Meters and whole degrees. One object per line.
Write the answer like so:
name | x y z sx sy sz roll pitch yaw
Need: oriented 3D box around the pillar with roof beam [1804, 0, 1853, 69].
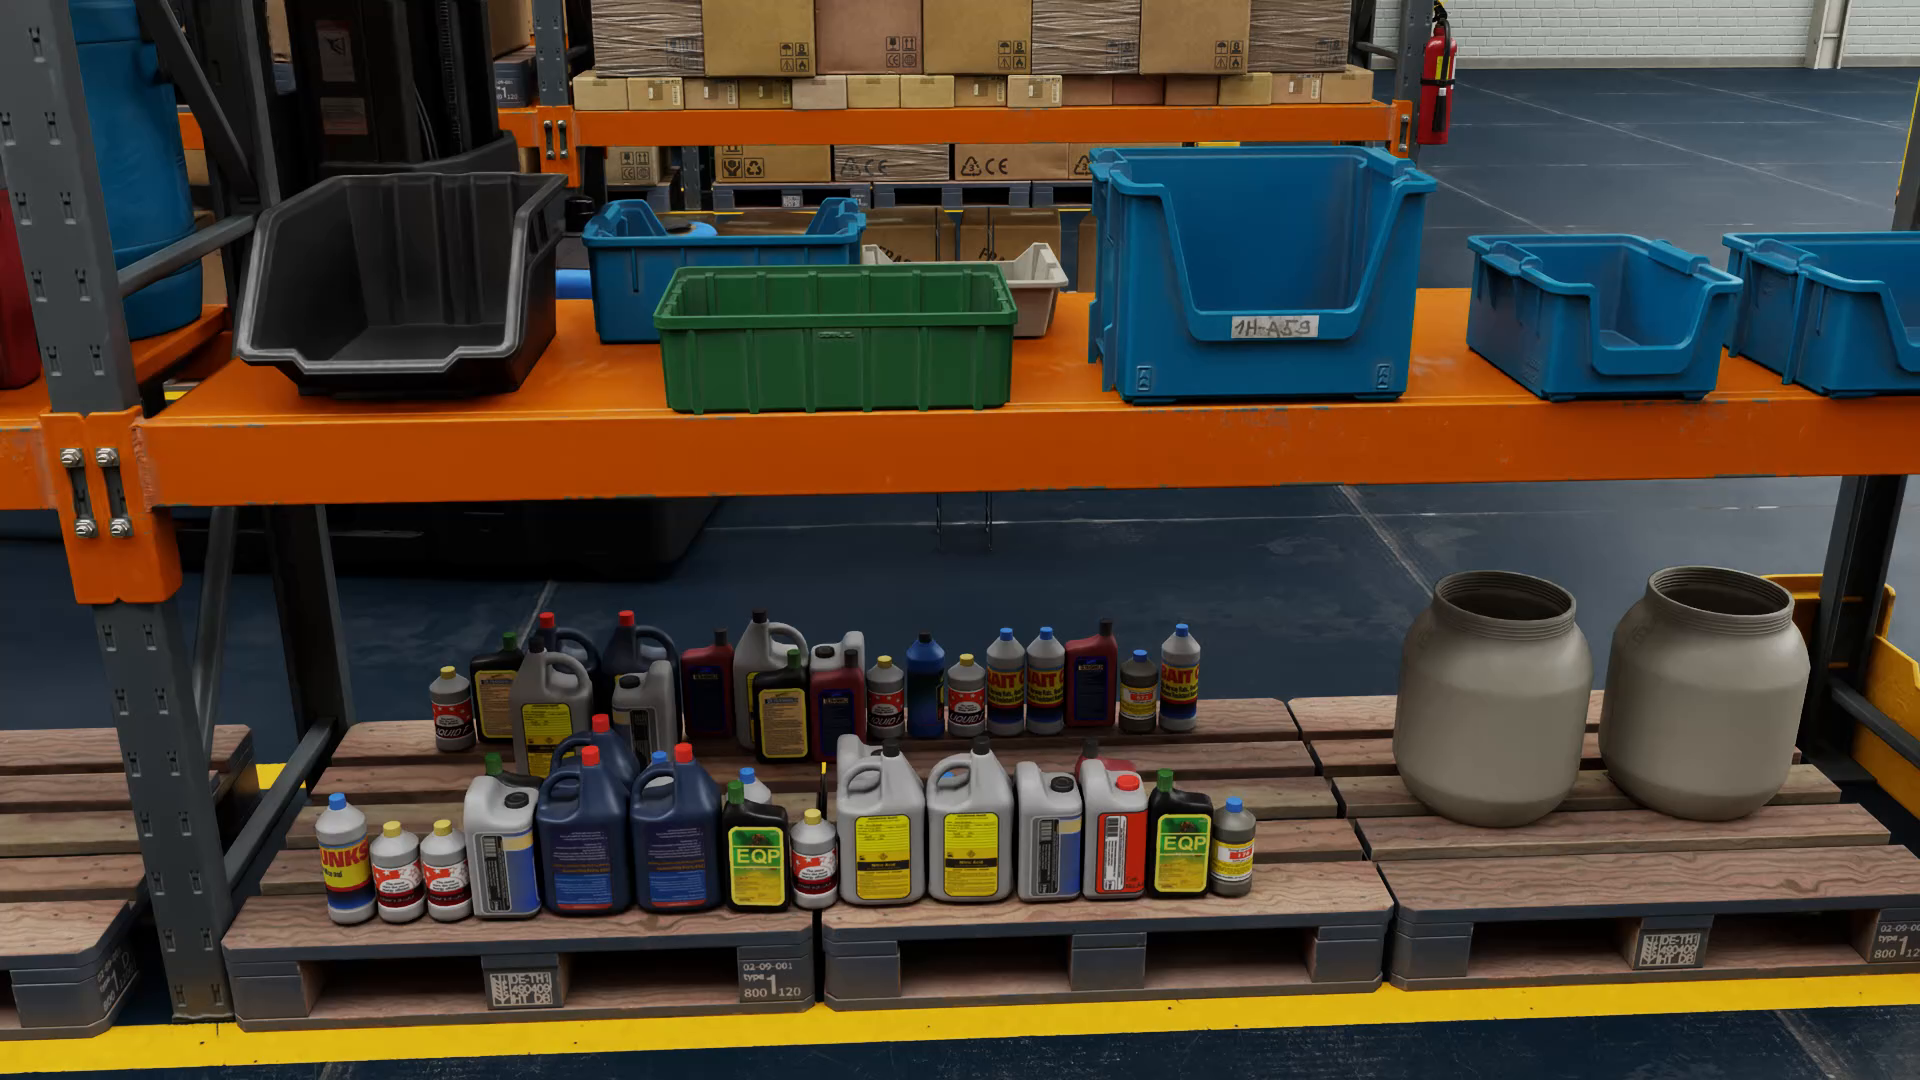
pillar with roof beam | 12.730 -9.520 18.479 0.400 9.000 9.100 -1 21 -3

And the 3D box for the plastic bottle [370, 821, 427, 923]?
plastic bottle | -1.163 0.678 3.440 0.097 0.201 0.097 0 21 0

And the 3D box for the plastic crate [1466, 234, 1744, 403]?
plastic crate | 1.254 -0.456 3.311 0.408 0.251 0.499 -1 21 -3

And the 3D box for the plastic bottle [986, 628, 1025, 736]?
plastic bottle | 0.116 0.352 4.198 0.097 0.271 0.097 0 21 0

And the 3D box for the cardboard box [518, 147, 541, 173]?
cardboard box | -3.651 -3.177 12.822 0.750 0.750 1.050 -1 21 -3

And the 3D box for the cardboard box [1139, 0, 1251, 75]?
cardboard box | 1.060 -2.544 8.028 0.500 0.500 0.875 -1 21 -3

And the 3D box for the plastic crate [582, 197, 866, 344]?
plastic crate | -0.518 -0.621 3.745 0.616 0.251 0.499 -1 21 -3

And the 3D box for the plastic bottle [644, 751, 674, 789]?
plastic bottle | -0.640 0.583 3.590 0.097 0.271 0.097 0 21 0

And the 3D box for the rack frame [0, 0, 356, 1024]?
rack frame | -1.608 -0.572 3.407 0.127 3.000 1.000 -1 21 -3

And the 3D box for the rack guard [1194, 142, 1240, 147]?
rack guard | 1.945 -3.009 13.321 0.348 0.500 1.175 -1 21 -3

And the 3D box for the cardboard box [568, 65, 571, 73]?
cardboard box | -4.391 -4.777 17.556 0.625 0.372 0.950 0 21 -1

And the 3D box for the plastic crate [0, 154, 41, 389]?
plastic crate | -2.074 -0.483 3.084 0.583 0.464 0.402 -1 21 -3

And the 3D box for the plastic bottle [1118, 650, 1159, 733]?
plastic bottle | 0.454 0.378 4.228 0.097 0.201 0.097 0 21 0

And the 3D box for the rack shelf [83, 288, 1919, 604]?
rack shelf | 0.389 -0.276 3.641 4.000 0.370 1.077 -1 21 -3

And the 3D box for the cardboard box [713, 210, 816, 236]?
cardboard box | -0.918 -1.367 8.420 0.500 0.500 0.500 5 22 14

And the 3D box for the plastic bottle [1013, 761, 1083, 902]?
plastic bottle | 0.185 0.606 3.524 0.135 0.276 0.152 -2 21 -5

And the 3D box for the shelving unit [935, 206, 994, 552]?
shelving unit | 0.014 -0.561 5.908 0.189 1.200 0.258 -1 21 -3

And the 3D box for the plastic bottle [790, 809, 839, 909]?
plastic bottle | -0.306 0.660 3.485 0.097 0.201 0.097 0 21 0

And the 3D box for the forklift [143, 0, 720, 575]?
forklift | -2.438 -1.447 5.802 3.031 2.935 1.130 2 21 5

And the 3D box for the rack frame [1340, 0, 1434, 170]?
rack frame | 2.103 -2.412 8.241 0.127 3.000 1.000 -1 21 -3

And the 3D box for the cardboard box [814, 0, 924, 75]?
cardboard box | -0.443 -2.548 8.038 0.500 0.500 0.875 -1 21 -3

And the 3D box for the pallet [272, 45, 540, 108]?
pallet | -2.662 -2.278 8.157 1.213 0.211 1.003 -1 21 -3

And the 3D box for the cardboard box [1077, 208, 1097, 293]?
cardboard box | 0.884 -1.409 8.530 0.500 0.500 0.500 4 21 11

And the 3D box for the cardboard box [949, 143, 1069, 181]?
cardboard box | 0.369 -3.324 13.031 0.875 0.875 0.875 -1 21 -4

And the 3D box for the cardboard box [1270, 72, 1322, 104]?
cardboard box | 1.580 -2.211 8.065 0.250 0.149 0.380 -1 21 -3

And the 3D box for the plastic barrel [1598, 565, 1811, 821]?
plastic barrel | 1.733 0.354 3.881 0.421 0.512 0.421 0 21 0

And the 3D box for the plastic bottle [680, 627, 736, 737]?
plastic bottle | -0.630 0.355 4.173 0.133 0.283 0.061 0 21 1

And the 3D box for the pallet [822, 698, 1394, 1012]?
pallet | 0.286 0.707 3.968 1.213 0.211 1.003 -1 21 -3

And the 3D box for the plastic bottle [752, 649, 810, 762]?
plastic bottle | -0.436 0.402 4.048 0.133 0.283 0.061 -1 21 -3

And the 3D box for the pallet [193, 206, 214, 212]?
pallet | -5.275 -2.700 12.916 1.213 0.211 1.003 -1 21 -3

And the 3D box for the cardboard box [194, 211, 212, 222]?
cardboard box | -4.098 -1.338 8.314 0.500 0.500 0.700 1 21 1

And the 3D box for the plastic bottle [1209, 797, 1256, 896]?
plastic bottle | 0.577 0.642 3.533 0.097 0.201 0.097 0 21 0

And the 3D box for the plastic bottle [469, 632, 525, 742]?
plastic bottle | -1.146 0.365 4.145 0.133 0.283 0.061 0 21 0

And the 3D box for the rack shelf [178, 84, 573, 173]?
rack shelf | -3.887 -1.954 8.049 4.000 0.370 1.077 -1 21 -3

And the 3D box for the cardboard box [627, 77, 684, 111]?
cardboard box | -1.408 -2.112 7.805 0.250 0.149 0.380 -1 21 -3

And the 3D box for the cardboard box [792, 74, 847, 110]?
cardboard box | -0.659 -2.125 7.841 0.250 0.149 0.380 -1 21 -3

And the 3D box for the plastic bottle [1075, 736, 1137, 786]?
plastic bottle | 0.317 0.562 3.629 0.133 0.283 0.061 -1 21 -3

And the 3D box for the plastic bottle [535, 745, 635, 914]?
plastic bottle | -0.778 0.592 3.455 0.185 0.351 0.144 -1 21 -2

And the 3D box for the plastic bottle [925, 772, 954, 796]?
plastic bottle | -0.030 0.603 3.635 0.097 0.201 0.097 0 21 0

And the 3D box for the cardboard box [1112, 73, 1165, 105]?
cardboard box | 0.831 -2.198 8.030 0.250 0.149 0.380 -1 21 -3

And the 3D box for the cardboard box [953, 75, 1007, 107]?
cardboard box | 0.085 -2.168 7.952 0.250 0.149 0.380 -1 21 -3

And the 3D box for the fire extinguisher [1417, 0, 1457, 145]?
fire extinguisher | 2.243 -2.215 7.831 0.183 0.674 0.296 -1 21 -3

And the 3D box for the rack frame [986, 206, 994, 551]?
rack frame | 0.106 -0.563 5.913 0.006 1.200 0.240 -1 21 -3

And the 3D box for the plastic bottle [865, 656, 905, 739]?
plastic bottle | -0.189 0.391 4.194 0.097 0.201 0.097 0 21 0

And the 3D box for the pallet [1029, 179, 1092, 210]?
pallet | 1.127 -2.829 13.255 1.213 0.211 1.003 -1 21 -3
